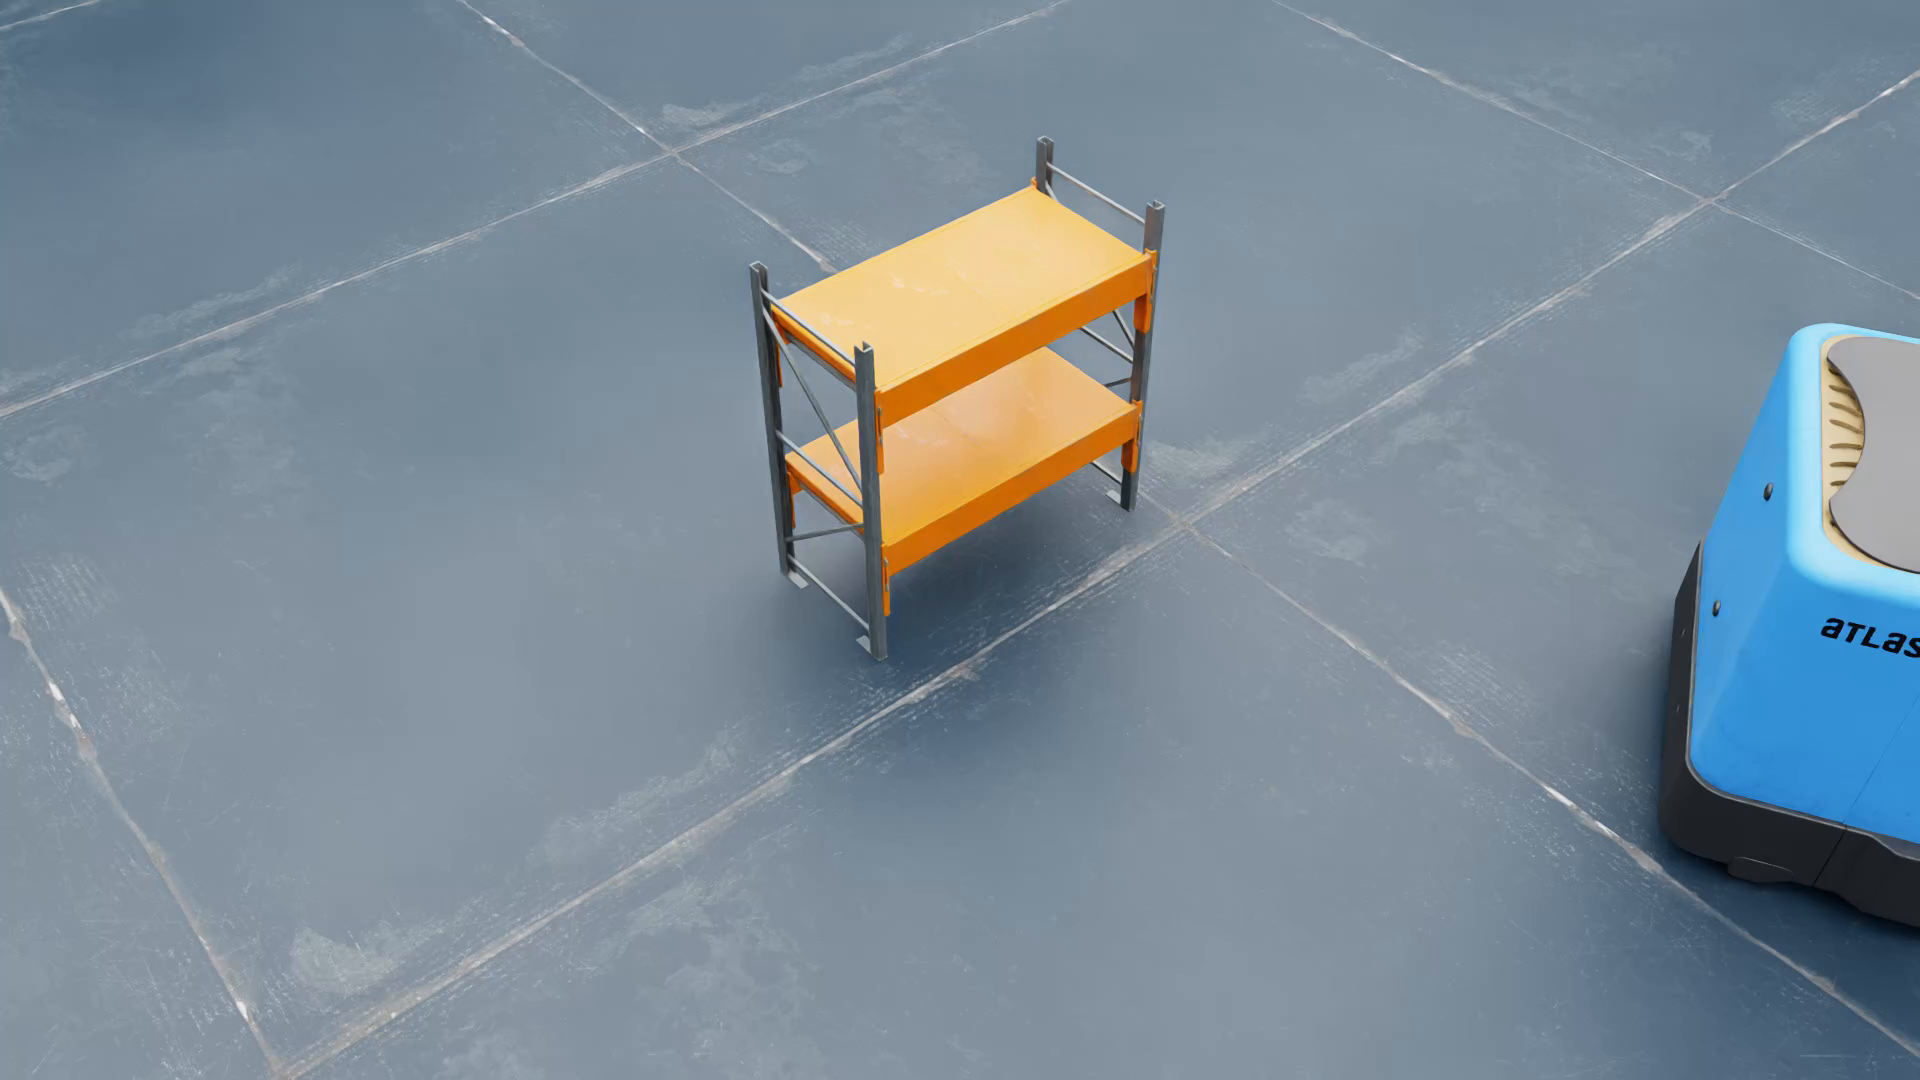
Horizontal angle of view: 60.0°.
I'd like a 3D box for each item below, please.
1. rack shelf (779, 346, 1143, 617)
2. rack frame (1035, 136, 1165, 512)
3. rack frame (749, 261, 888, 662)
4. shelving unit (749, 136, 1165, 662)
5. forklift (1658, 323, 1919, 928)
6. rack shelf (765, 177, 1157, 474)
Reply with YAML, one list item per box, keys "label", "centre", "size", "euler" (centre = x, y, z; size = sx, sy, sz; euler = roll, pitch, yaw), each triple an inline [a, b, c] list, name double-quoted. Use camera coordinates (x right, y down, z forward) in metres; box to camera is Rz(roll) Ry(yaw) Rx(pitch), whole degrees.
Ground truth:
- label: "rack shelf"
  centre: [0.005, -0.235, 5.035]
  size: [1.000, 0.278, 0.538]
  euler: [-30, 51, -28]
- label: "rack frame"
  centre: [0.395, -0.636, 5.106]
  size: [0.032, 1.125, 0.500]
  euler: [-30, 51, -28]
- label: "rack frame"
  centre: [-0.385, -0.190, 4.630]
  size: [0.032, 1.125, 0.500]
  euler: [-30, 51, -28]
- label: "shelving unit"
  centre: [0.005, -0.413, 4.868]
  size: [1.048, 1.125, 0.538]
  euler: [-30, 51, -28]
- label: "forklift"
  centre: [3.404, -0.204, 3.326]
  size: [3.031, 2.935, 1.130]
  euler: [14, 45, 15]
- label: "rack shelf"
  centre: [0.005, -0.626, 4.668]
  size: [1.000, 0.278, 0.538]
  euler: [-30, 51, -28]
